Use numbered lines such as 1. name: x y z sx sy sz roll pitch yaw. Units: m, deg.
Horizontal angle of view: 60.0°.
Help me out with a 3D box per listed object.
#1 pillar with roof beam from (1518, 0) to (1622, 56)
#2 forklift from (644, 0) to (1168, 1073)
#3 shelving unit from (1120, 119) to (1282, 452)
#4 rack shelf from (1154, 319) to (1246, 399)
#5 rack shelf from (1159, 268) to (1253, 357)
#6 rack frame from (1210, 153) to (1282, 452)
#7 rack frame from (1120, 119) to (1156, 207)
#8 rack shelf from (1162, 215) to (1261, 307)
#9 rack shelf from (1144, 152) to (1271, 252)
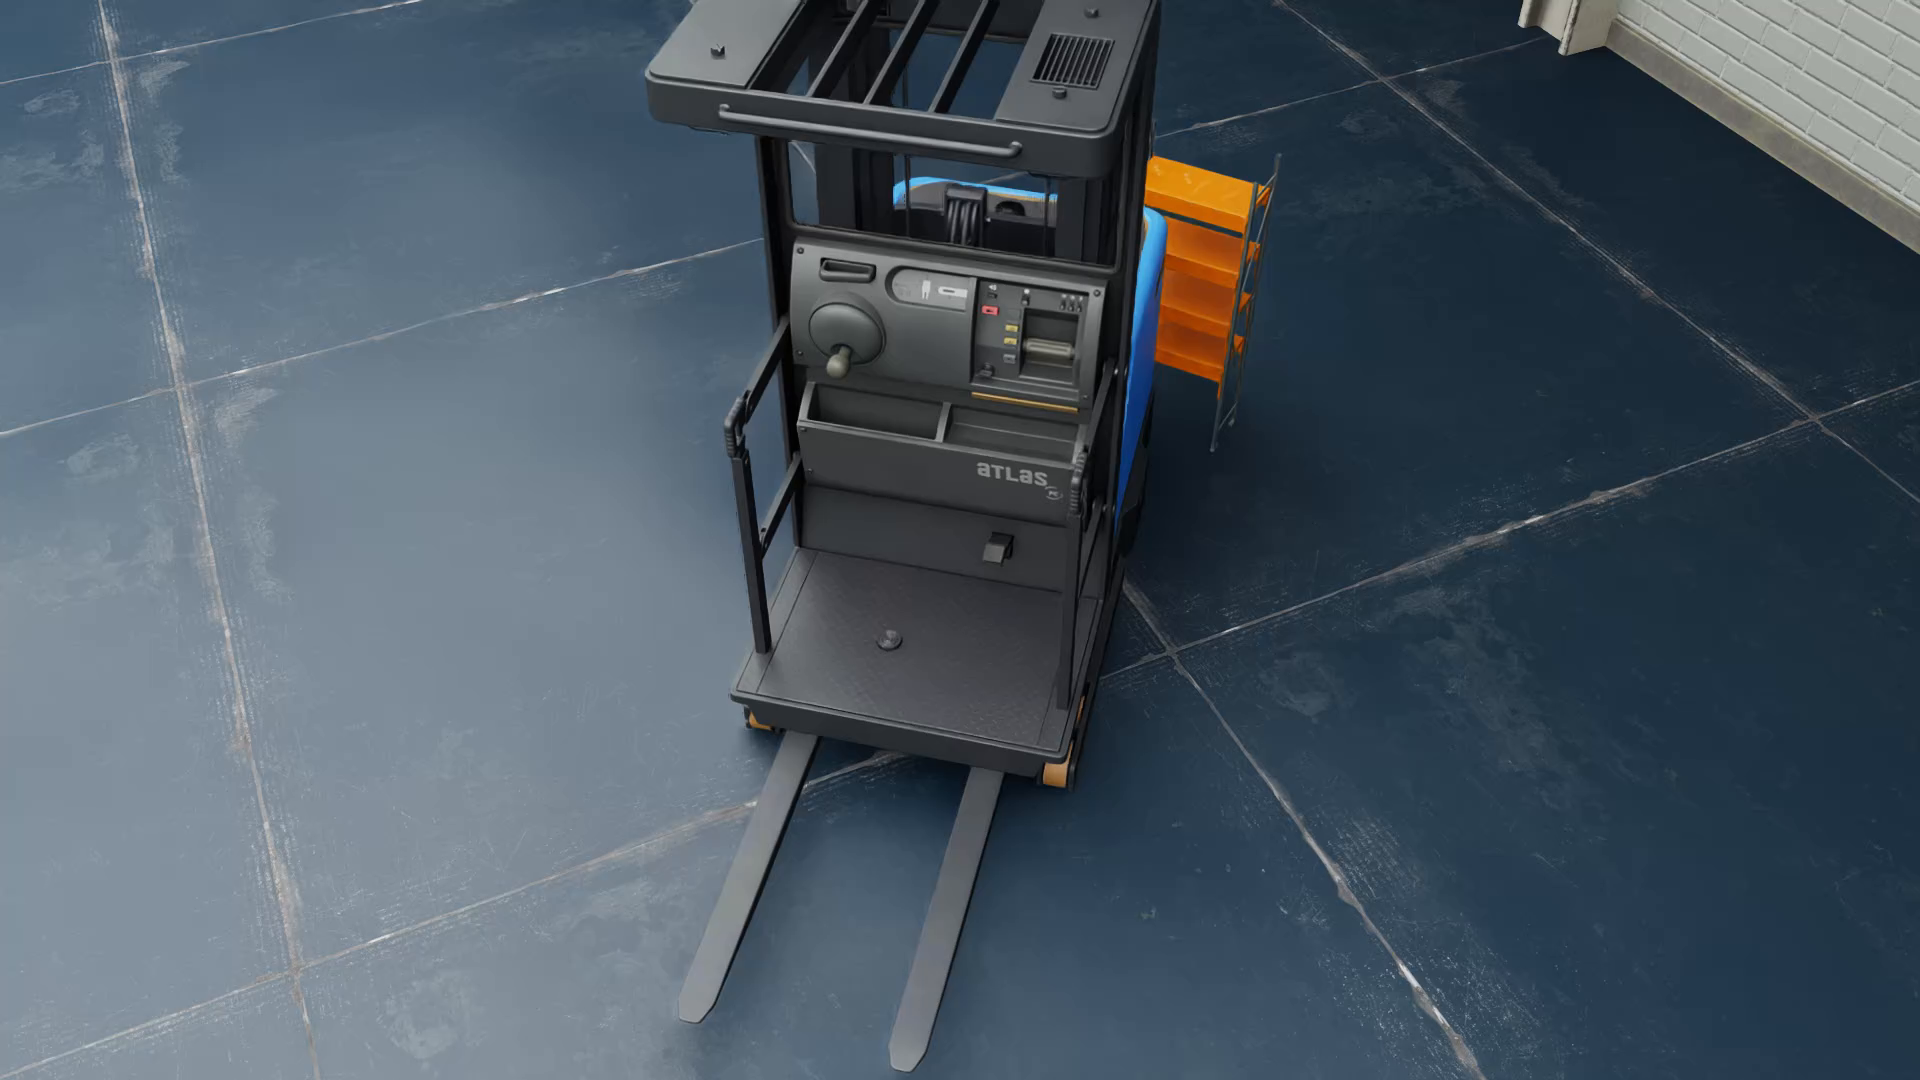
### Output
1. pillar with roof beam: -0.628 -4.685 4.591 9.100 9.000 0.400 -18 47 -17
2. forklift: -0.094 -0.538 4.708 1.130 2.935 3.031 10 45 10
3. shelving unit: 0.856 -0.947 6.346 0.503 1.200 0.258 21 45 20
4. rack shelf: 0.849 -0.750 6.524 0.480 0.148 0.258 21 45 20
5. rack shelf: 0.854 -0.897 6.391 0.480 0.148 0.258 21 45 20
6. rack frame: 1.070 -0.865 6.263 0.015 1.200 0.240 21 45 20
7. rack frame: 0.642 -1.030 6.430 0.015 1.200 0.240 21 45 20
8. rack shelf: 0.860 -1.064 6.242 0.480 0.148 0.258 21 45 20
9. rack shelf: 0.866 -1.239 6.084 0.480 0.148 0.258 21 45 20
